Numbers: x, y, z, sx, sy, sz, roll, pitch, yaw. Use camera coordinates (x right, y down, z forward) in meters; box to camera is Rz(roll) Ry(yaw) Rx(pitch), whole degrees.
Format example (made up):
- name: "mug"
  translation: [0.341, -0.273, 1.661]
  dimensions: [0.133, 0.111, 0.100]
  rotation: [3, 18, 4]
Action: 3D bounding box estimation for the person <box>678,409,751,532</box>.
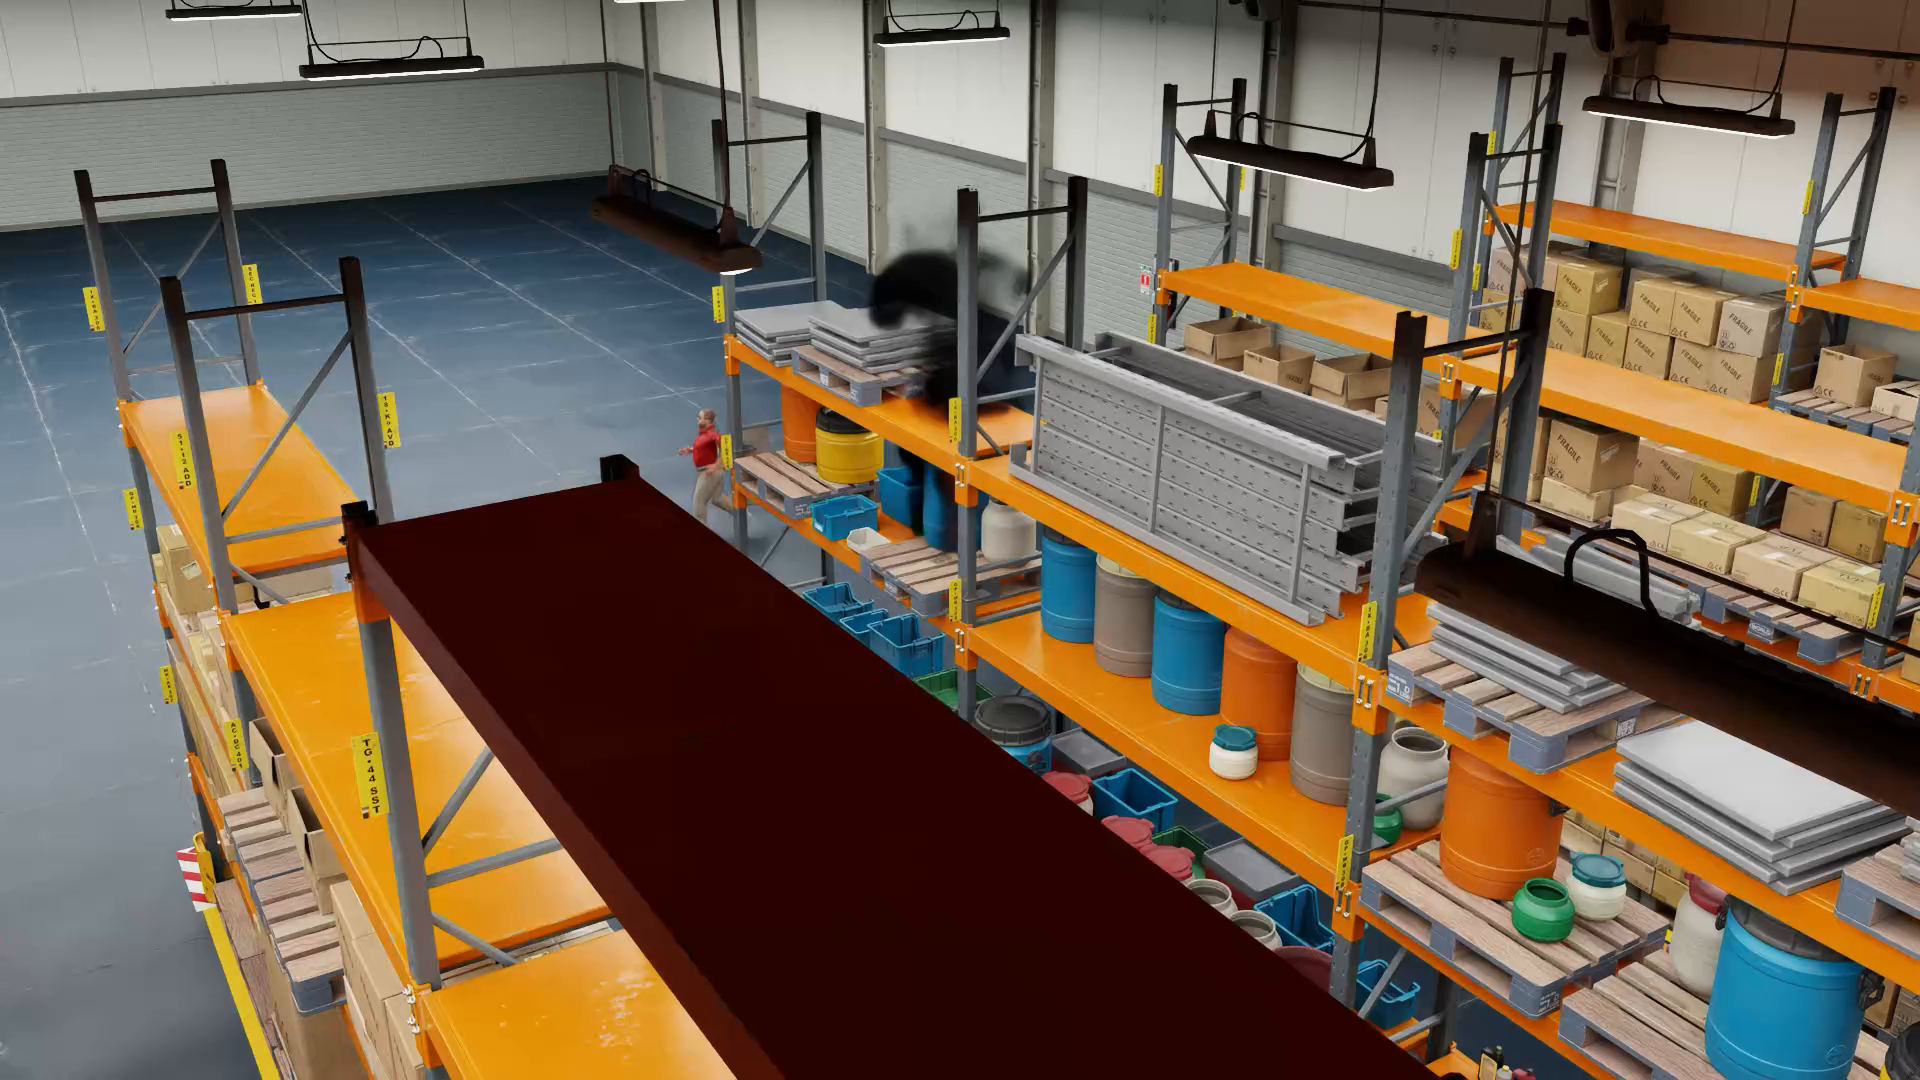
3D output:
- name: "person"
  translation: [-3.158, -0.826, 21.123]
  dimensions: [0.969, 1.753, 0.660]
  rotation: [-4, 22, -11]
